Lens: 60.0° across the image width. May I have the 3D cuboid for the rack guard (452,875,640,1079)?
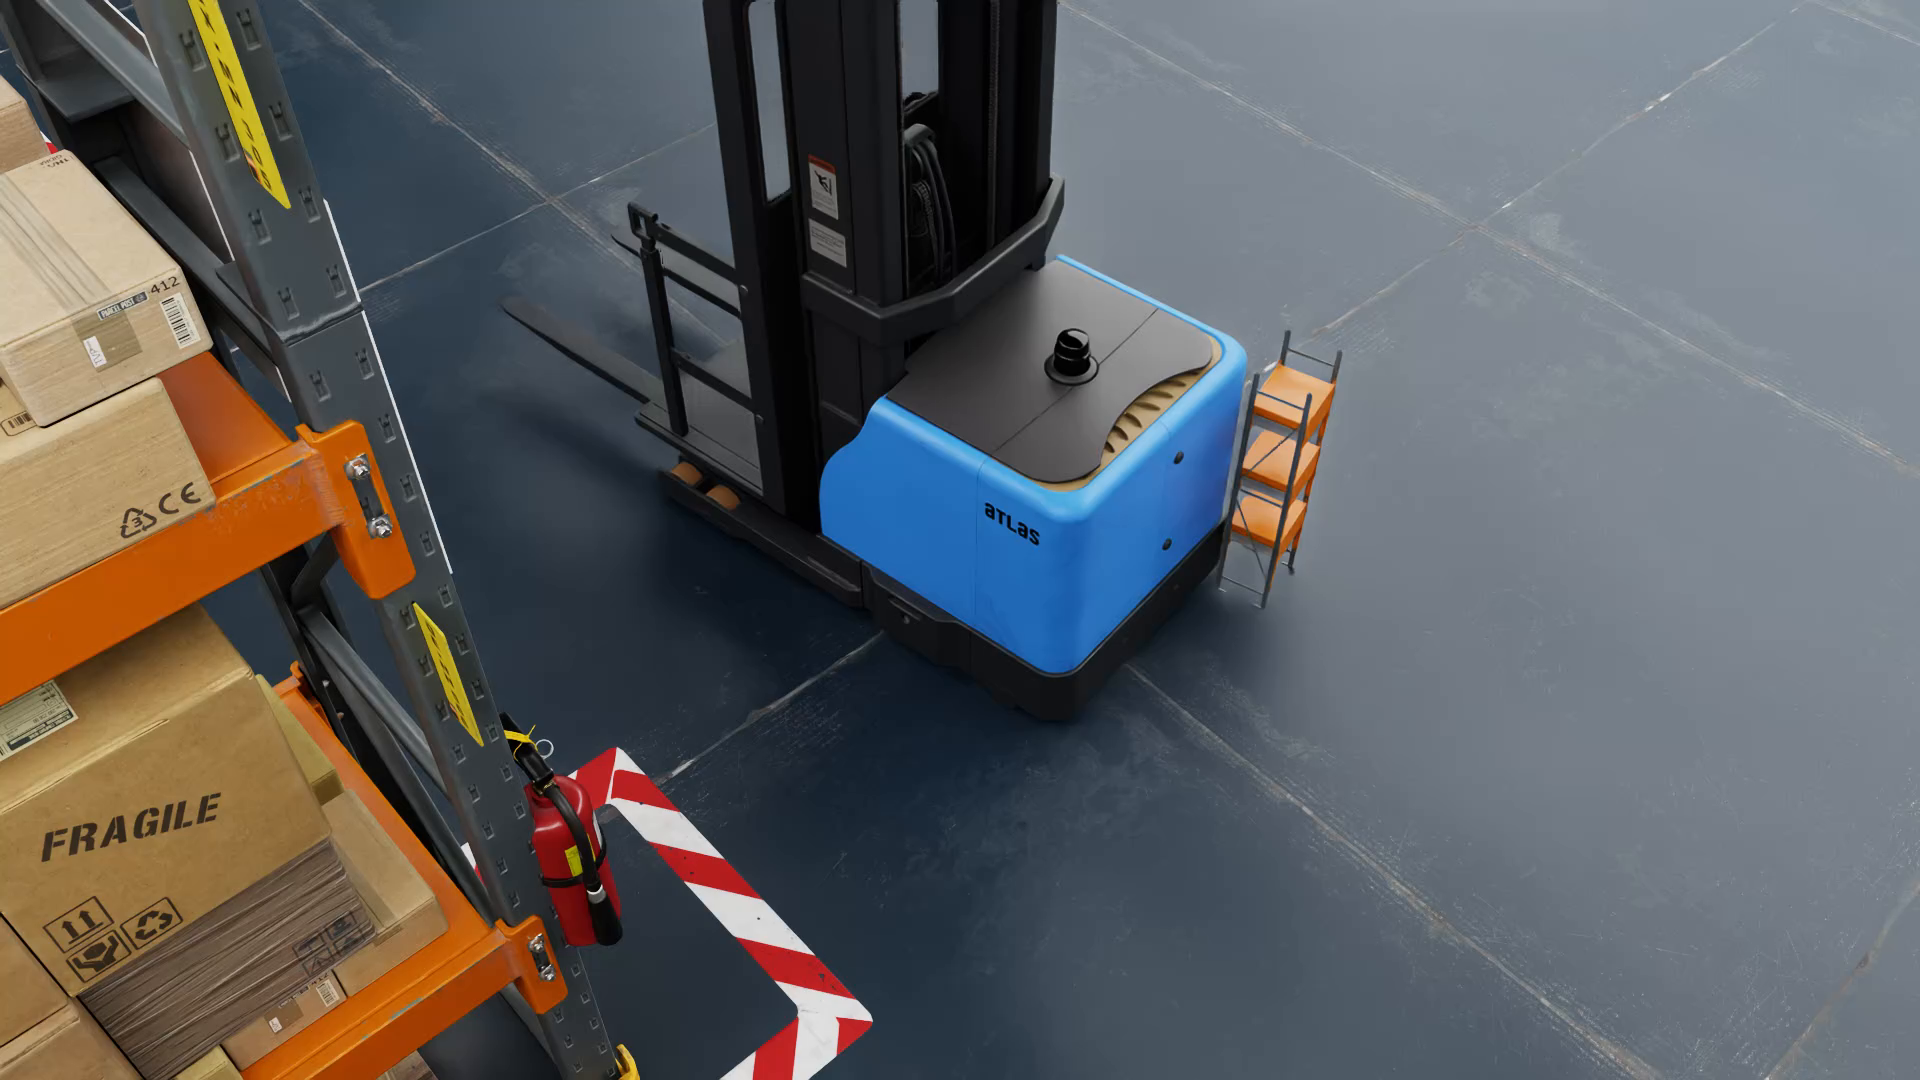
[{"bbox_3d":[-1.330,1.319,4.693,0.348,0.500,1.175,-34,56,-27],"label":"rack guard"}]

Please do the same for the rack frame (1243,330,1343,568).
[{"bbox_3d":[1.149,-0.294,5.805,0.200,1.050,0.008,25,52,20],"label":"rack frame"}]

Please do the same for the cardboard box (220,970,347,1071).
[{"bbox_3d":[-1.531,0.895,3.554,0.250,0.149,0.380,-34,56,-27],"label":"cardboard box"}]

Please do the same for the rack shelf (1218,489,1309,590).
[{"bbox_3d":[1.083,-0.022,5.947,0.215,0.259,0.240,25,52,20],"label":"rack shelf"}]

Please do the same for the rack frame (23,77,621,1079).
[{"bbox_3d":[-1.274,0.434,3.809,0.127,3.000,1.000,-34,56,-27],"label":"rack frame"}]

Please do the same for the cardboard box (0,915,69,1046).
[{"bbox_3d":[-1.880,0.616,2.689,0.500,0.500,0.500,-34,56,-27],"label":"cardboard box"}]

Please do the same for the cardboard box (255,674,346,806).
[{"bbox_3d":[-1.645,0.530,3.891,0.250,0.149,0.380,-34,56,-27],"label":"cardboard box"}]

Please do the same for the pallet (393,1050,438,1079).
[{"bbox_3d":[-1.955,1.799,4.446,1.213,0.211,1.003,-34,56,-27],"label":"pallet"}]

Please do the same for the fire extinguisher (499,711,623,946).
[{"bbox_3d":[-0.879,0.654,3.658,0.183,0.674,0.296,-34,56,-27],"label":"fire extinguisher"}]

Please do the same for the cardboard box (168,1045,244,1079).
[{"bbox_3d":[-1.681,1.047,3.414,0.250,0.149,0.380,-34,56,-27],"label":"cardboard box"}]

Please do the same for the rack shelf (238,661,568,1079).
[{"bbox_3d":[-2.753,1.666,3.161,4.000,0.370,1.077,-34,56,-27],"label":"rack shelf"}]

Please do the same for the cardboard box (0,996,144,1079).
[{"bbox_3d":[-1.988,0.868,3.137,0.500,0.500,0.875,-34,56,-27],"label":"cardboard box"}]

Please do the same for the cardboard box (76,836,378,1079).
[{"bbox_3d":[-1.699,0.556,3.426,0.500,0.500,0.875,-34,56,-27],"label":"cardboard box"}]

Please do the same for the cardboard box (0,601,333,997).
[{"bbox_3d":[-1.514,0.366,2.920,0.500,0.500,0.500,-34,56,-27],"label":"cardboard box"}]

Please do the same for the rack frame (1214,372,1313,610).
[{"bbox_3d":[1.022,-0.141,5.663,0.200,1.050,0.008,25,52,20],"label":"rack frame"}]

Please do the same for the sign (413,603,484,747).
[{"bbox_3d":[-0.915,0.246,2.980,0.005,0.325,0.100,-34,56,-27],"label":"sign"}]

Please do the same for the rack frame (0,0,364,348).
[{"bbox_3d":[-1.274,-1.601,1.604,0.127,3.000,1.000,-34,56,-27],"label":"rack frame"}]

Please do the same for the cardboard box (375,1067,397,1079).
[{"bbox_3d":[-1.747,1.439,4.297,0.500,0.500,0.500,-24,52,-21],"label":"cardboard box"}]

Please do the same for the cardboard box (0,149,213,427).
[{"bbox_3d":[-1.269,-0.361,2.332,0.250,0.149,0.380,-34,56,-27],"label":"cardboard box"}]

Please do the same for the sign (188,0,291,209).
[{"bbox_3d":[-0.915,-0.572,2.093,0.005,0.325,0.100,-34,56,-27],"label":"sign"}]

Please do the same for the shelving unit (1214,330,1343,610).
[{"bbox_3d":[1.086,-0.217,5.734,0.215,1.050,0.252,25,52,20],"label":"shelving unit"}]

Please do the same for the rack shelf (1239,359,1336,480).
[{"bbox_3d":[1.088,-0.402,5.533,0.215,0.259,0.240,25,52,20],"label":"rack shelf"}]

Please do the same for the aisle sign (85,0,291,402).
[{"bbox_3d":[-1.430,-0.642,3.032,0.004,0.787,0.394,-34,56,-27],"label":"aisle sign"}]

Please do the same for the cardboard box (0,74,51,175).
[{"bbox_3d":[-1.633,-0.657,2.605,0.250,0.149,0.380,-34,56,-27],"label":"cardboard box"}]

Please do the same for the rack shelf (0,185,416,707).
[{"bbox_3d":[-2.753,0.649,2.058,4.000,0.370,1.077,-34,56,-27],"label":"rack shelf"}]

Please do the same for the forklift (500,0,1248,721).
[{"bbox_3d":[-0.513,-1.307,5.461,3.031,2.935,1.130,31,54,25],"label":"forklift"}]

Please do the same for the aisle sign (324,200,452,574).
[{"bbox_3d":[-1.026,-0.315,2.731,0.004,0.787,0.394,-34,56,-27],"label":"aisle sign"}]

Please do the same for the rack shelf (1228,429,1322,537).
[{"bbox_3d":[1.086,-0.210,5.742,0.215,0.259,0.240,25,52,20],"label":"rack shelf"}]

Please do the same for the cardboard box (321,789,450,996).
[{"bbox_3d":[-1.346,0.772,3.668,0.250,0.149,0.380,-34,56,-27],"label":"cardboard box"}]

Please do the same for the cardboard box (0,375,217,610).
[{"bbox_3d":[-1.459,-0.156,2.414,0.500,0.250,0.500,-33,55,-26],"label":"cardboard box"}]
